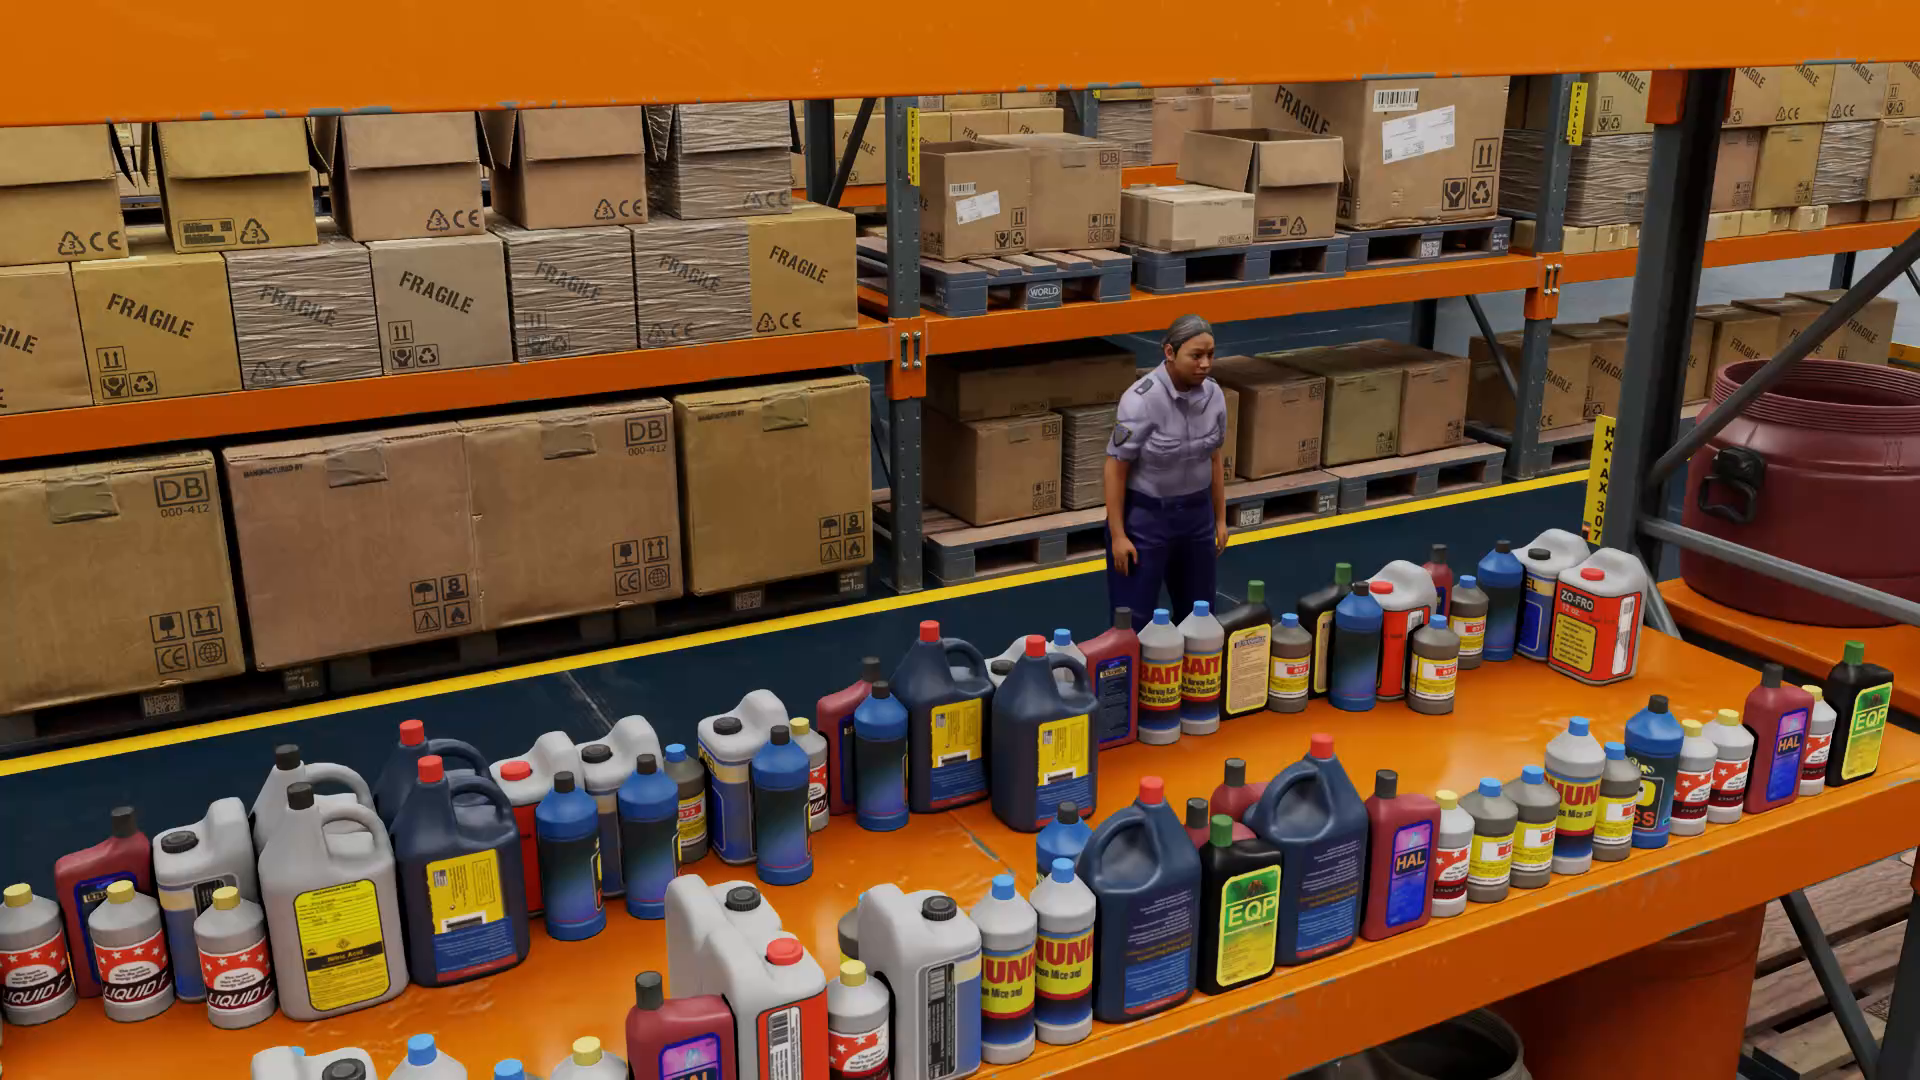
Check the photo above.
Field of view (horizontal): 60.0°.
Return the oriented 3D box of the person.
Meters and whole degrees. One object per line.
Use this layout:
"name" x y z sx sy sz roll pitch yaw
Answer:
"person" 0.748 0.053 6.188 0.543 1.477 0.363 -10 21 -28
